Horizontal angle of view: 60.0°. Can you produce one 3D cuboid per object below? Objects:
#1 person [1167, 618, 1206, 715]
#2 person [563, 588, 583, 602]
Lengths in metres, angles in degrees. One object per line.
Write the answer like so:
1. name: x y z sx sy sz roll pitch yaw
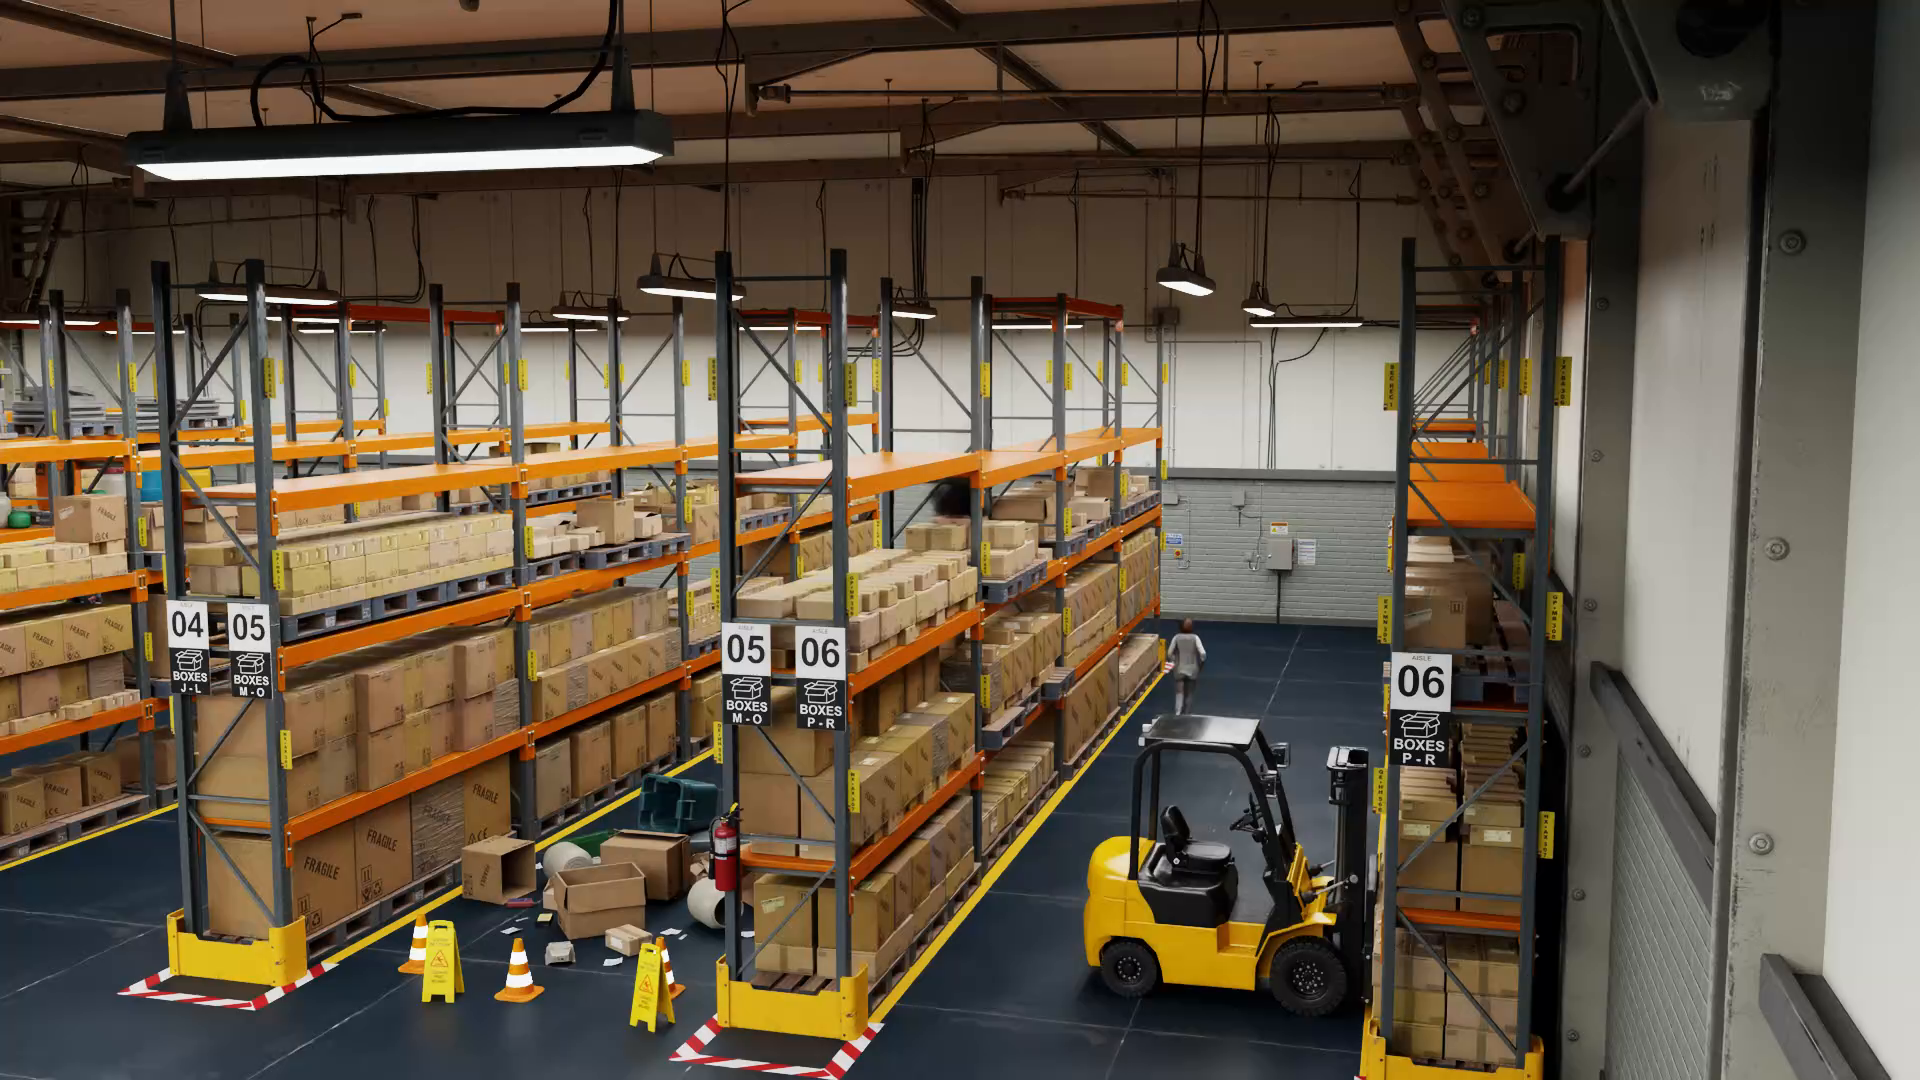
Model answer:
1. person: 3.205 1.897 23.542 0.560 1.576 0.683 1 6 12
2. person: -6.033 1.488 26.186 0.691 1.661 0.649 1 6 10
